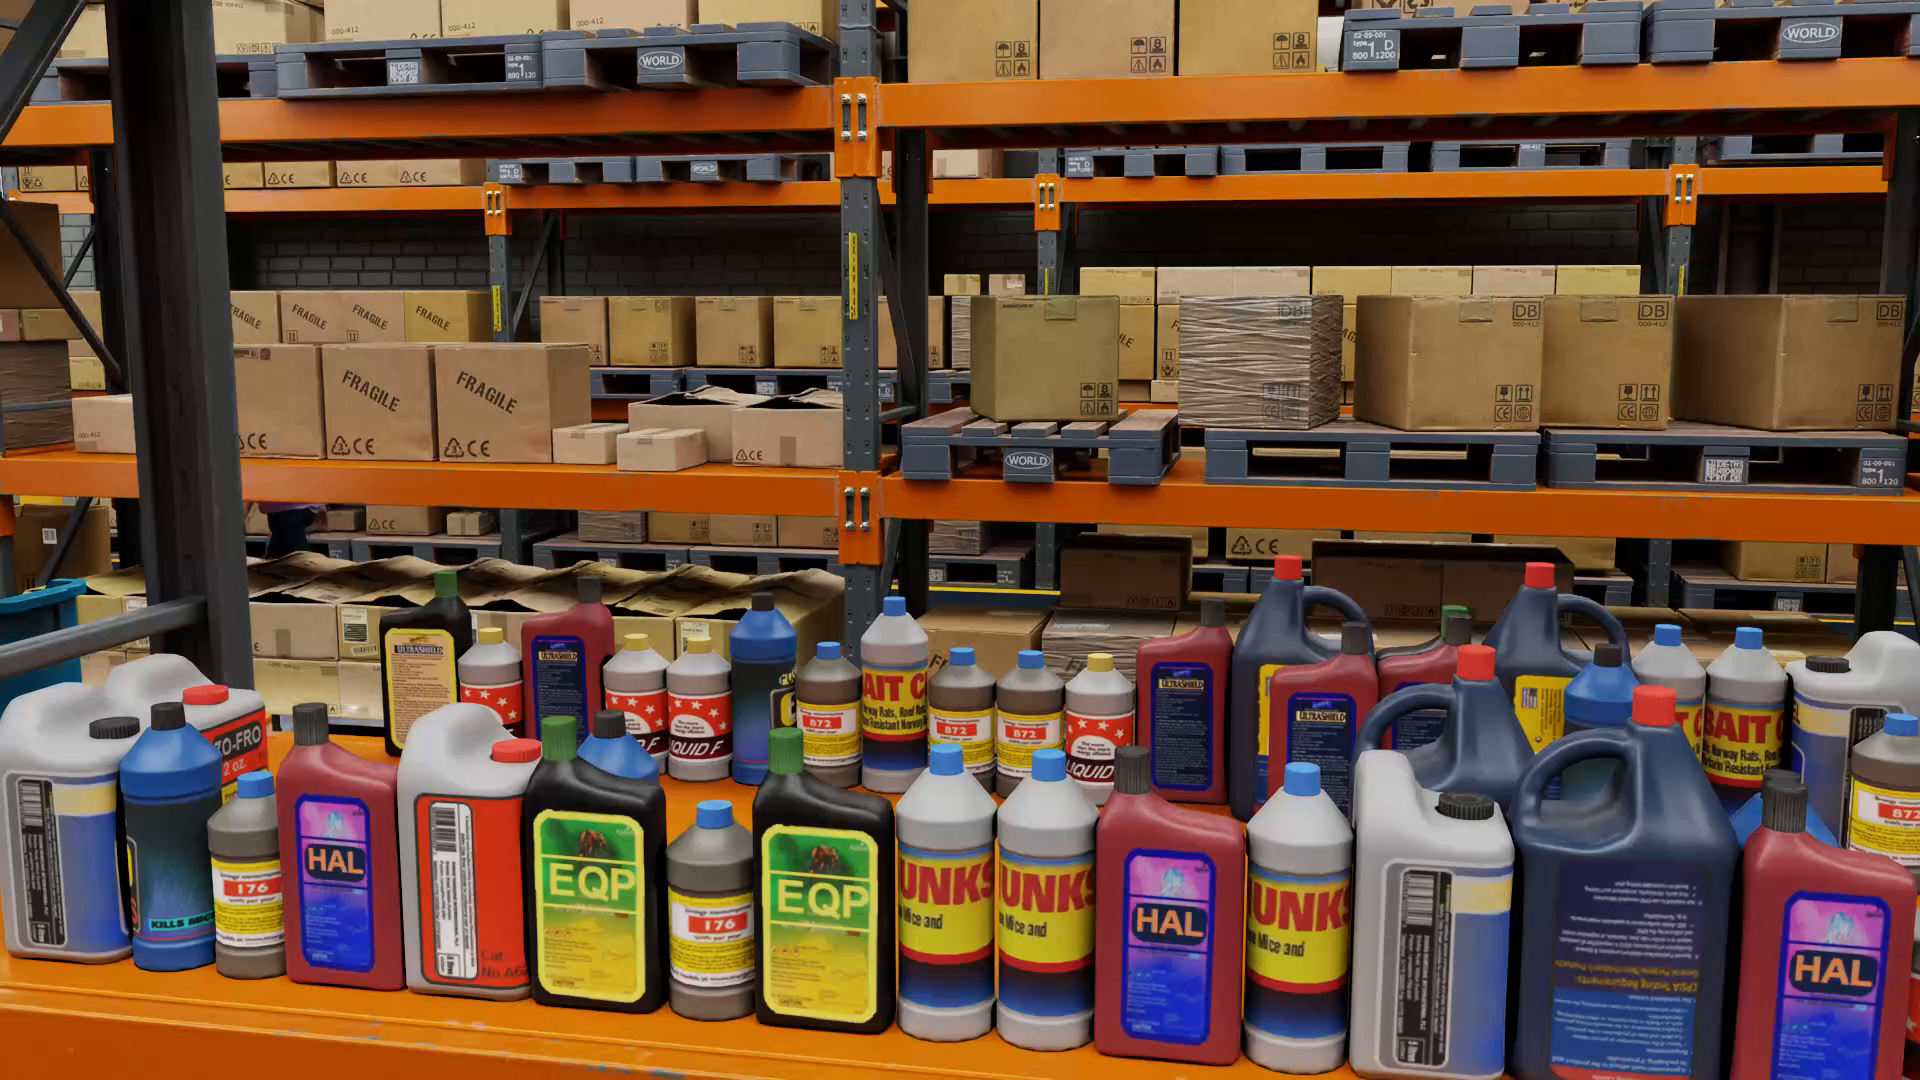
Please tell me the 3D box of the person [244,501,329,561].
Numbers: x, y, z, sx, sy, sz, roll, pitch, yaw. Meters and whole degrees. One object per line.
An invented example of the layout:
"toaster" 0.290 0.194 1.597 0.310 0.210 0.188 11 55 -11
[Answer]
"person" -3.819 -0.141 9.366 0.681 1.628 0.454 2 8 11
